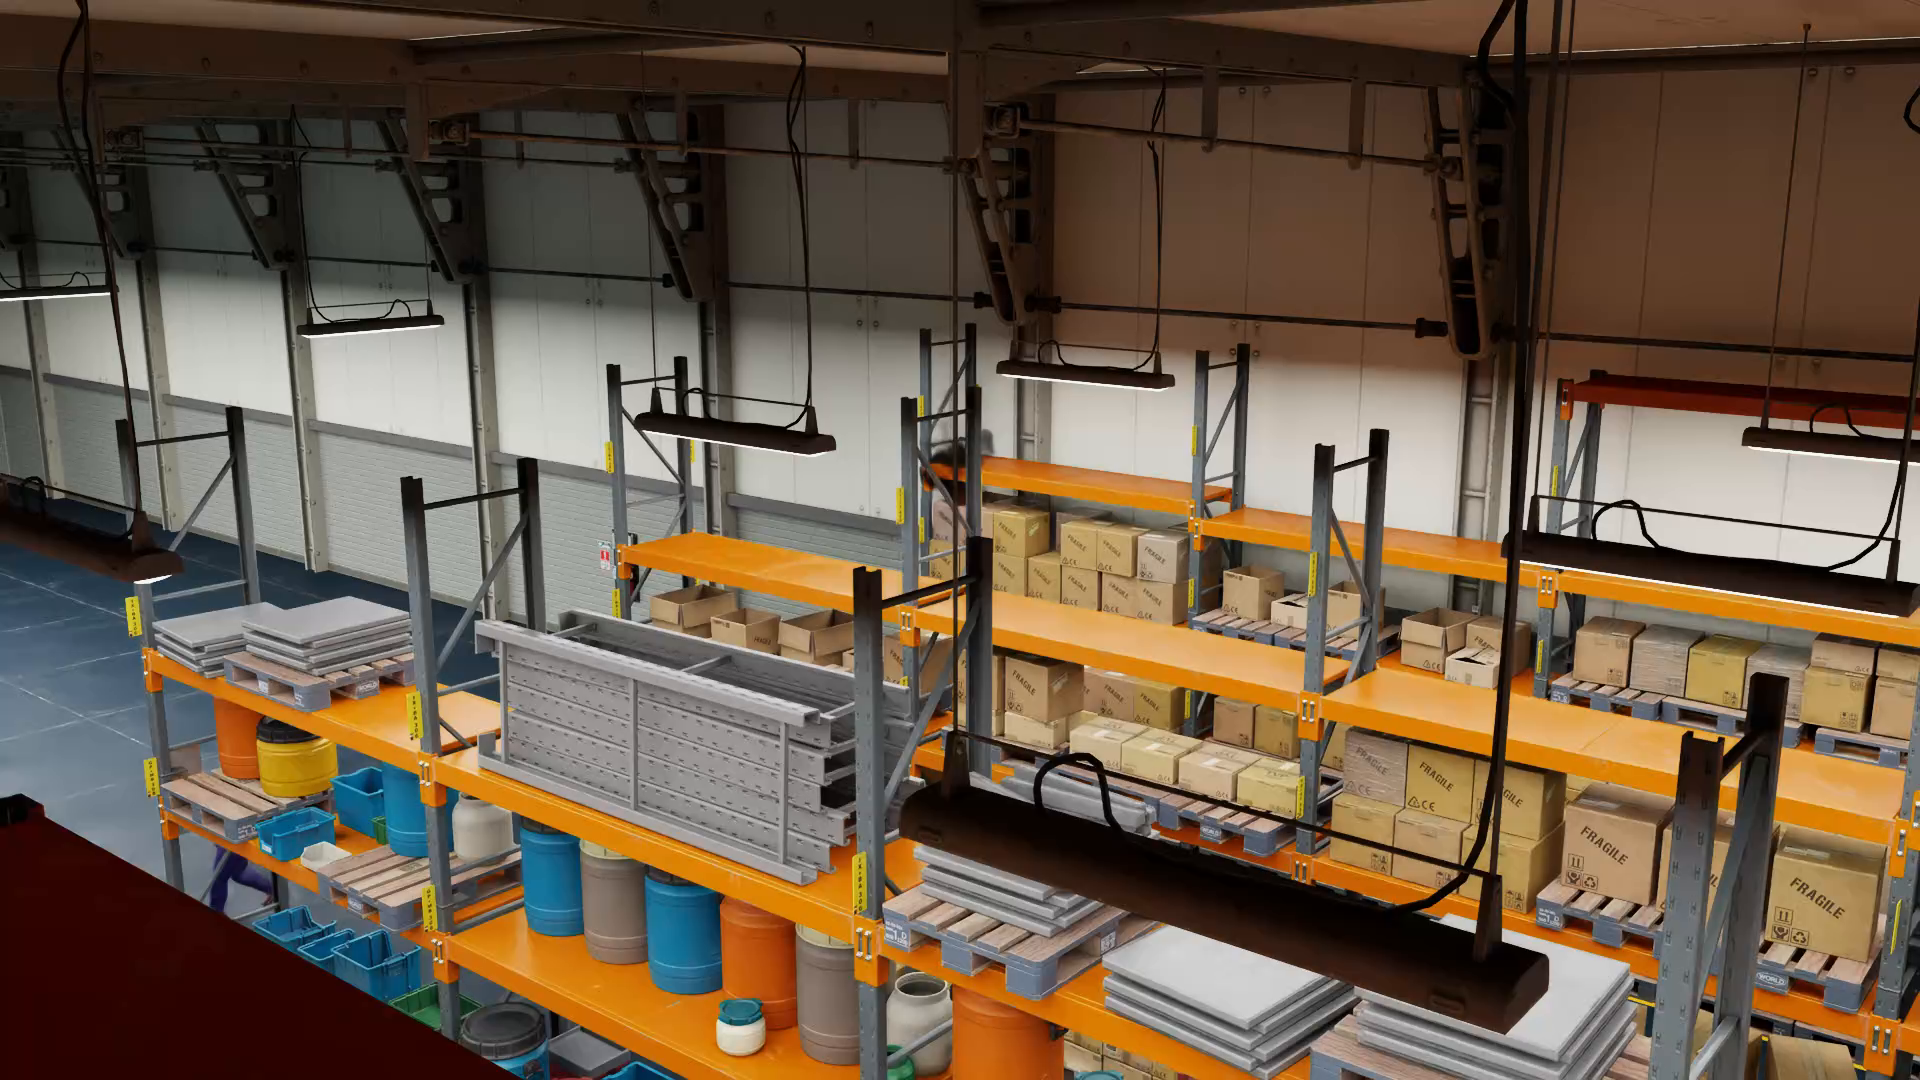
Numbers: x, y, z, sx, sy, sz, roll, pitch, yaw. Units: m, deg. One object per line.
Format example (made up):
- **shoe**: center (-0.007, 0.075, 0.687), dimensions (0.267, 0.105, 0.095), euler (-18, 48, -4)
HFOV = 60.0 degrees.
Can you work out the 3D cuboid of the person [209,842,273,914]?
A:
- **person**: center (-7.798, 3.324, 17.853), dimensions (0.925, 1.656, 0.616), euler (-6, 14, -25)
